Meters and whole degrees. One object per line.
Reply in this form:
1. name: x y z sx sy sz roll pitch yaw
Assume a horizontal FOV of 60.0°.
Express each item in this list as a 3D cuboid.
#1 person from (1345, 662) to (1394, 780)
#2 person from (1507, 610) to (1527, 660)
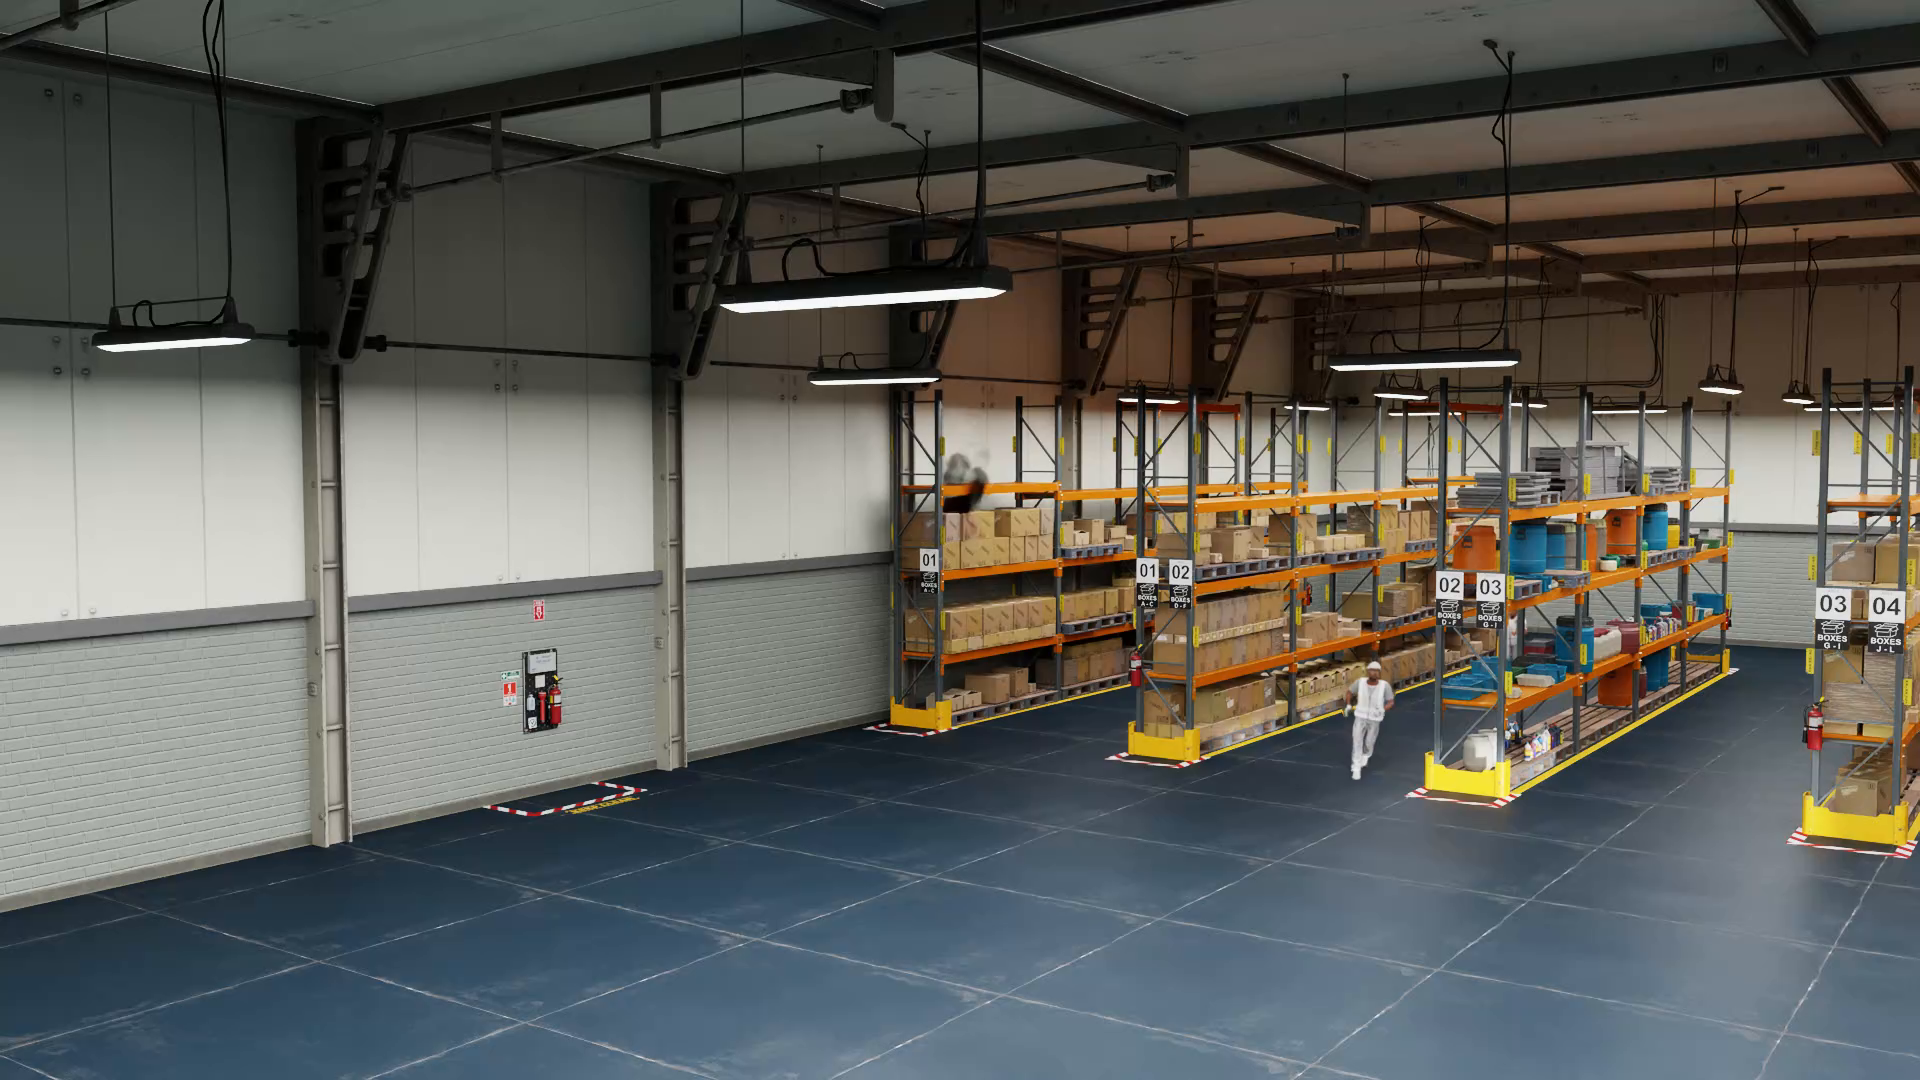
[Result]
1. person: 6.215 2.721 25.252 0.728 1.775 0.853 1 3 17
2. person: 11.542 2.199 34.756 0.601 1.675 0.826 2 4 29
